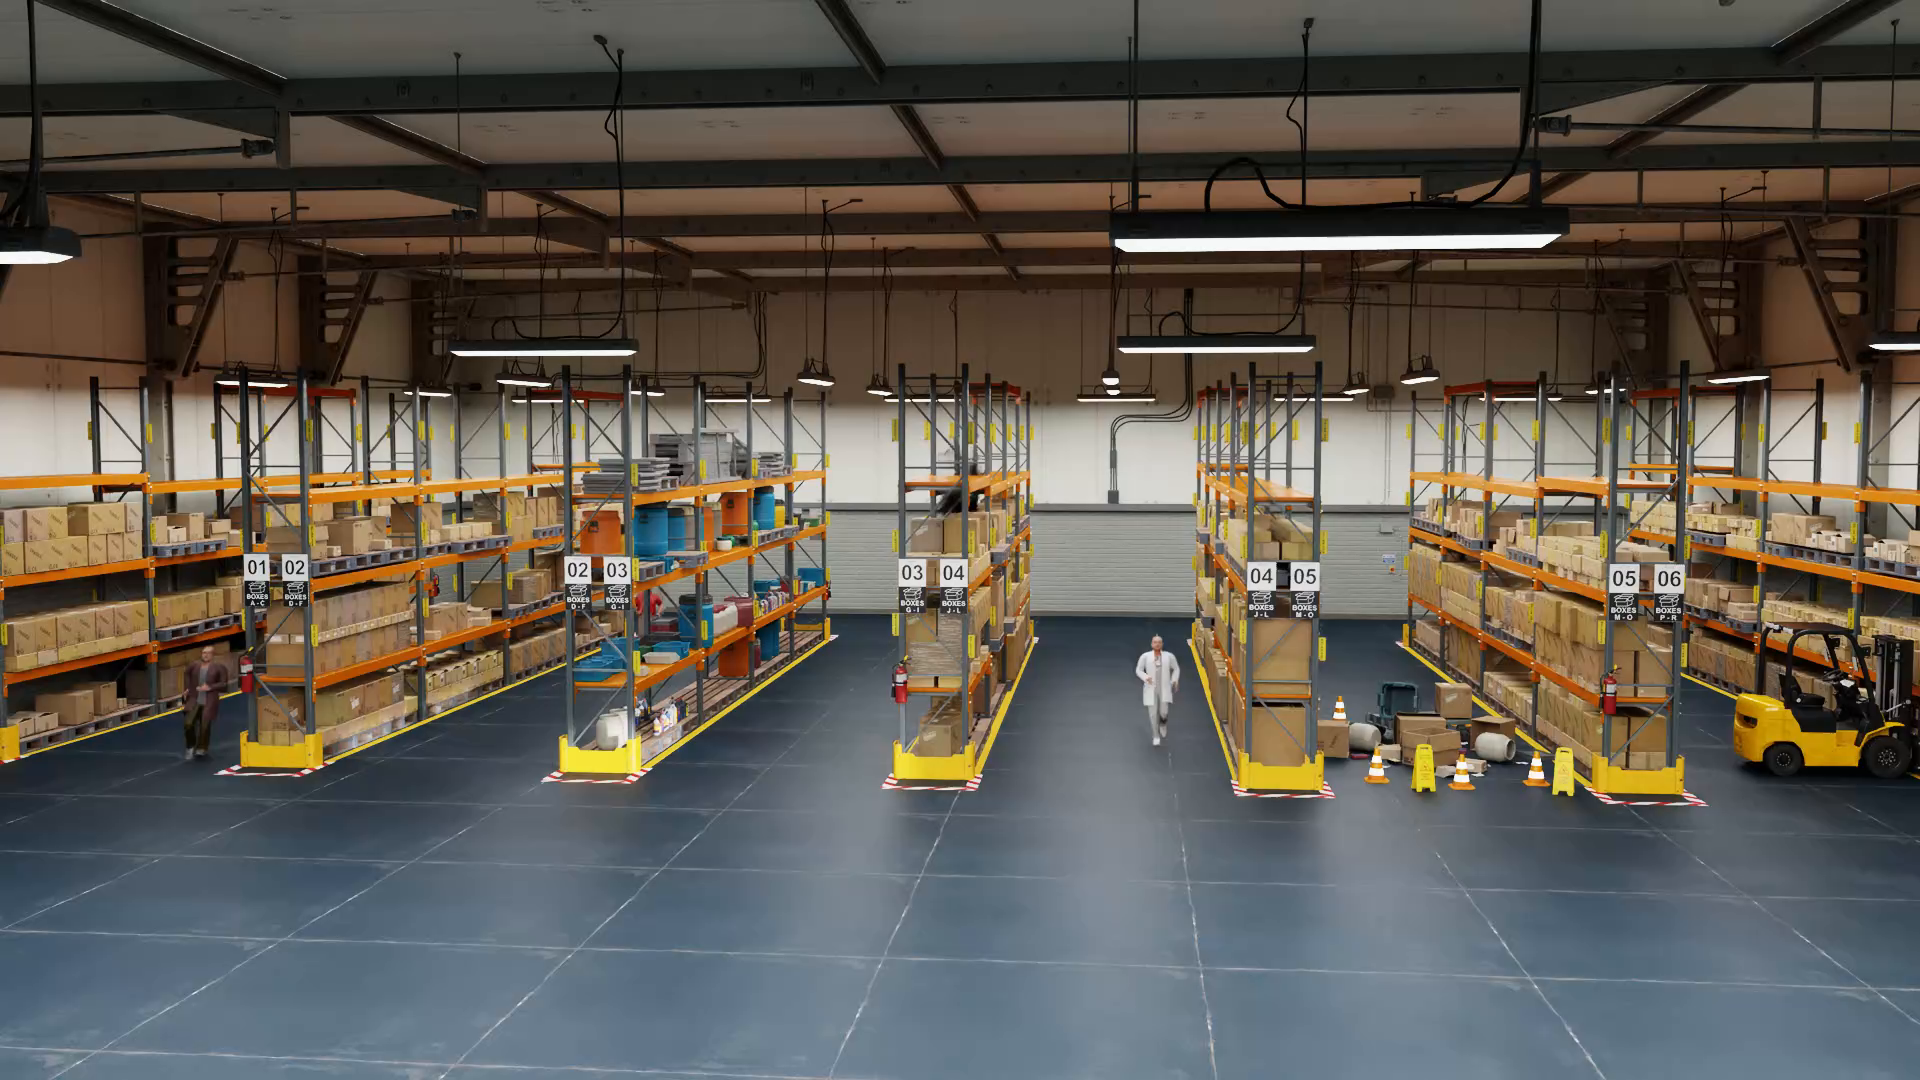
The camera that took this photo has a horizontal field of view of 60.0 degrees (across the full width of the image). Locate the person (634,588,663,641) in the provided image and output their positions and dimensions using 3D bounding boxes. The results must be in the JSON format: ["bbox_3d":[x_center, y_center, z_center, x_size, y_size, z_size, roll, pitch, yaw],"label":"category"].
[{"bbox_3d":[-6.906,1.796,36.730,0.679,1.689,0.858,0,4,-7],"label":"person"}]

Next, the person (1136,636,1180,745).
[{"bbox_3d":[3.152,2.404,26.501,0.707,1.733,0.621,0,4,5],"label":"person"}]

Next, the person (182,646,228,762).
[{"bbox_3d":[-11.589,2.507,25.515,0.678,1.769,0.688,-1,4,-13],"label":"person"}]
